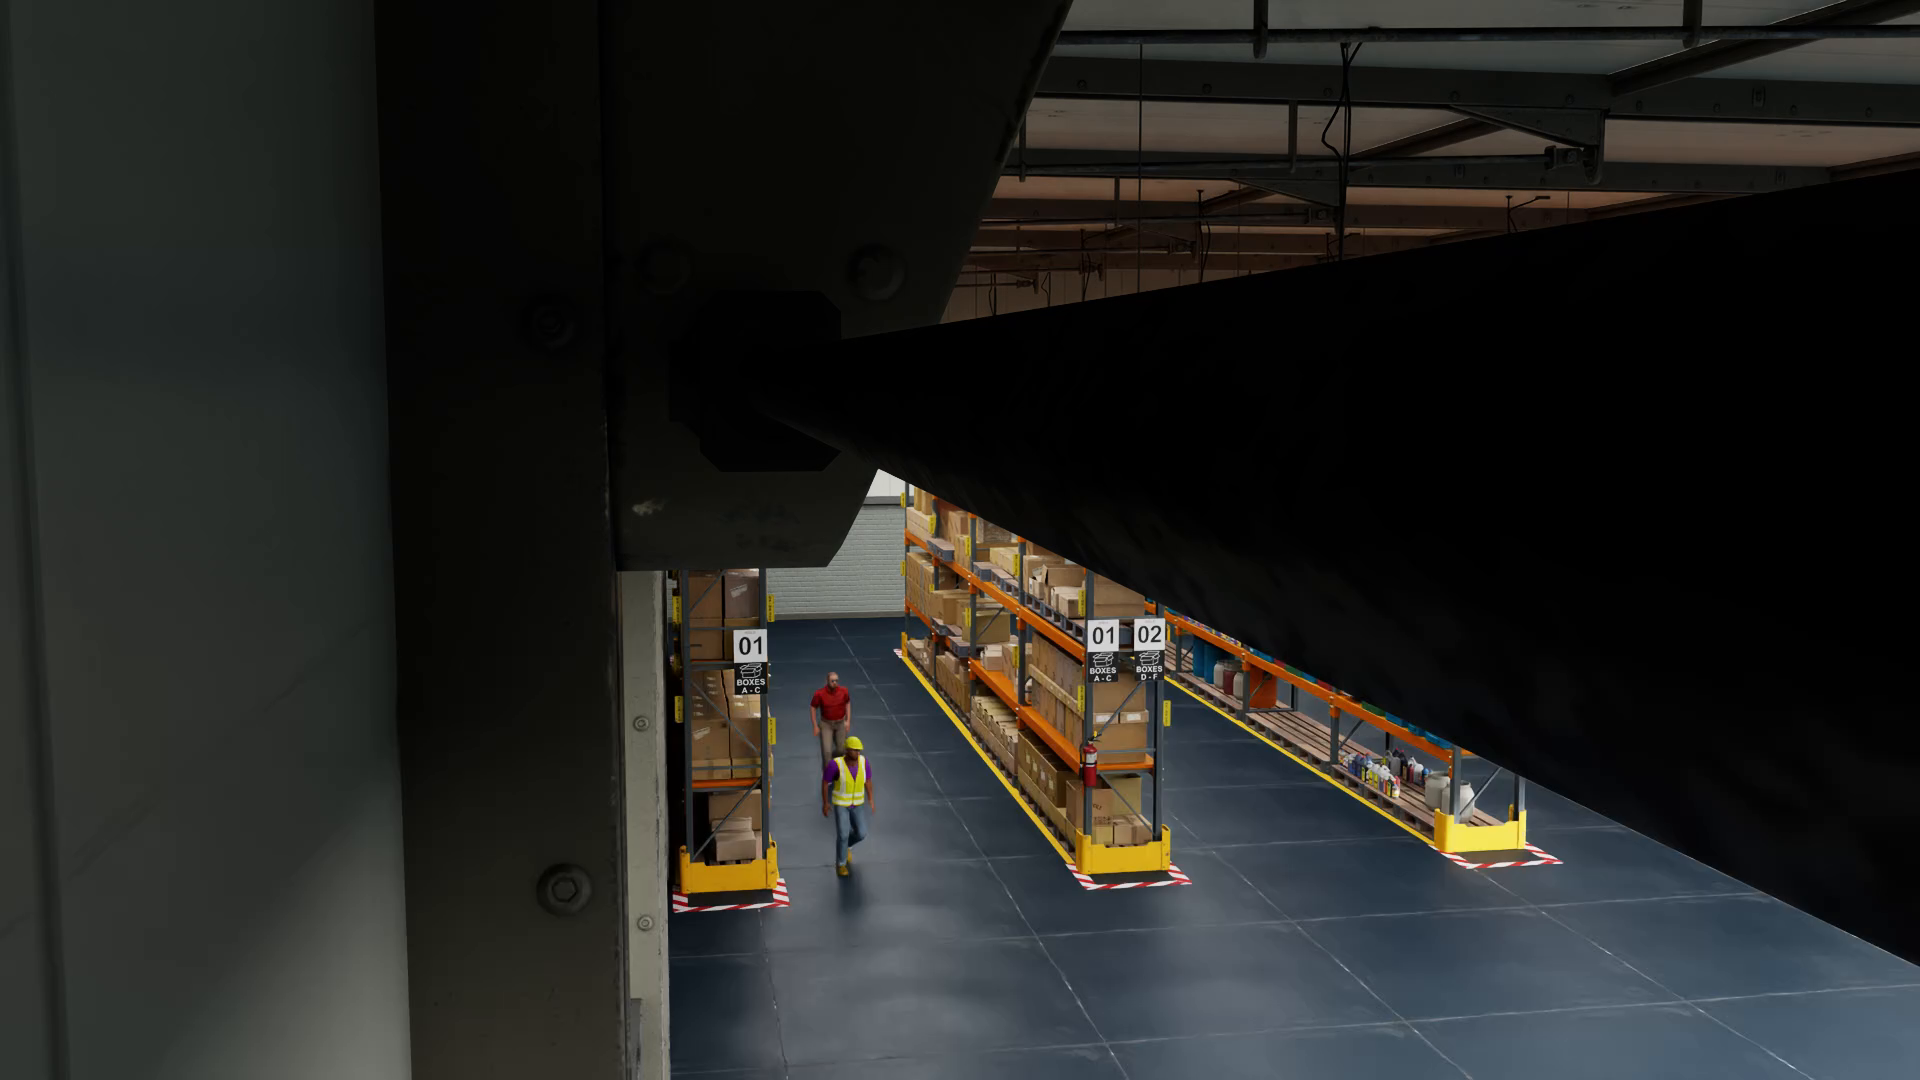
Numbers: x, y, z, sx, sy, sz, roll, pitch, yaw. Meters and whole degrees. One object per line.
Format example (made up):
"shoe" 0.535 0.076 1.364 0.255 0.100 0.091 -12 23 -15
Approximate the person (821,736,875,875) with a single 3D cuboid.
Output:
"person" -1.441 3.304 20.929 0.642 1.743 0.667 -3 7 -28

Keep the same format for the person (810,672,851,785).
"person" -1.993 2.849 25.505 0.634 1.713 0.609 -2 6 -22
